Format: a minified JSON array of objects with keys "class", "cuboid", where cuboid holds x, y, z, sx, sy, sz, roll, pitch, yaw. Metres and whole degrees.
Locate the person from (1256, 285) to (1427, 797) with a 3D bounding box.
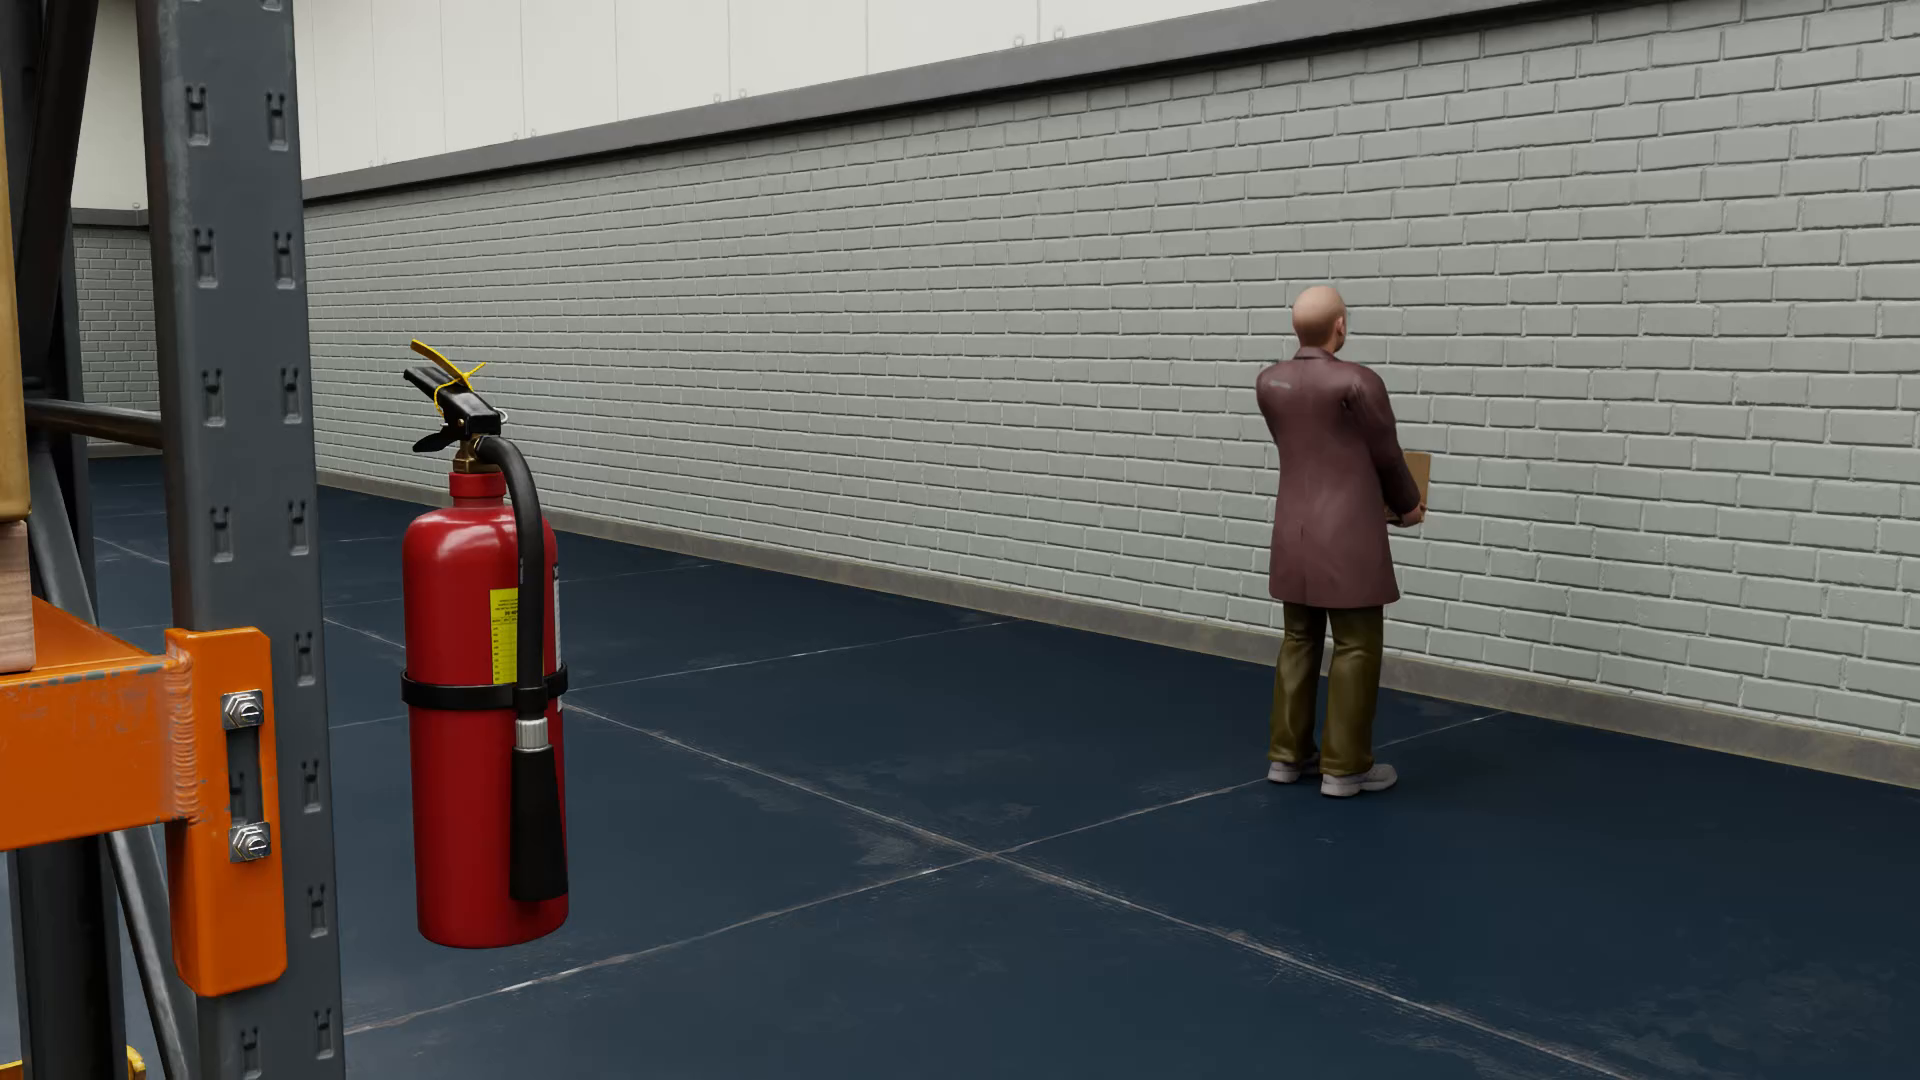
[{"class":"person","cuboid":[1.379,-0.011,5.944,0.558,1.773,0.529,-6,9,-40]}]
